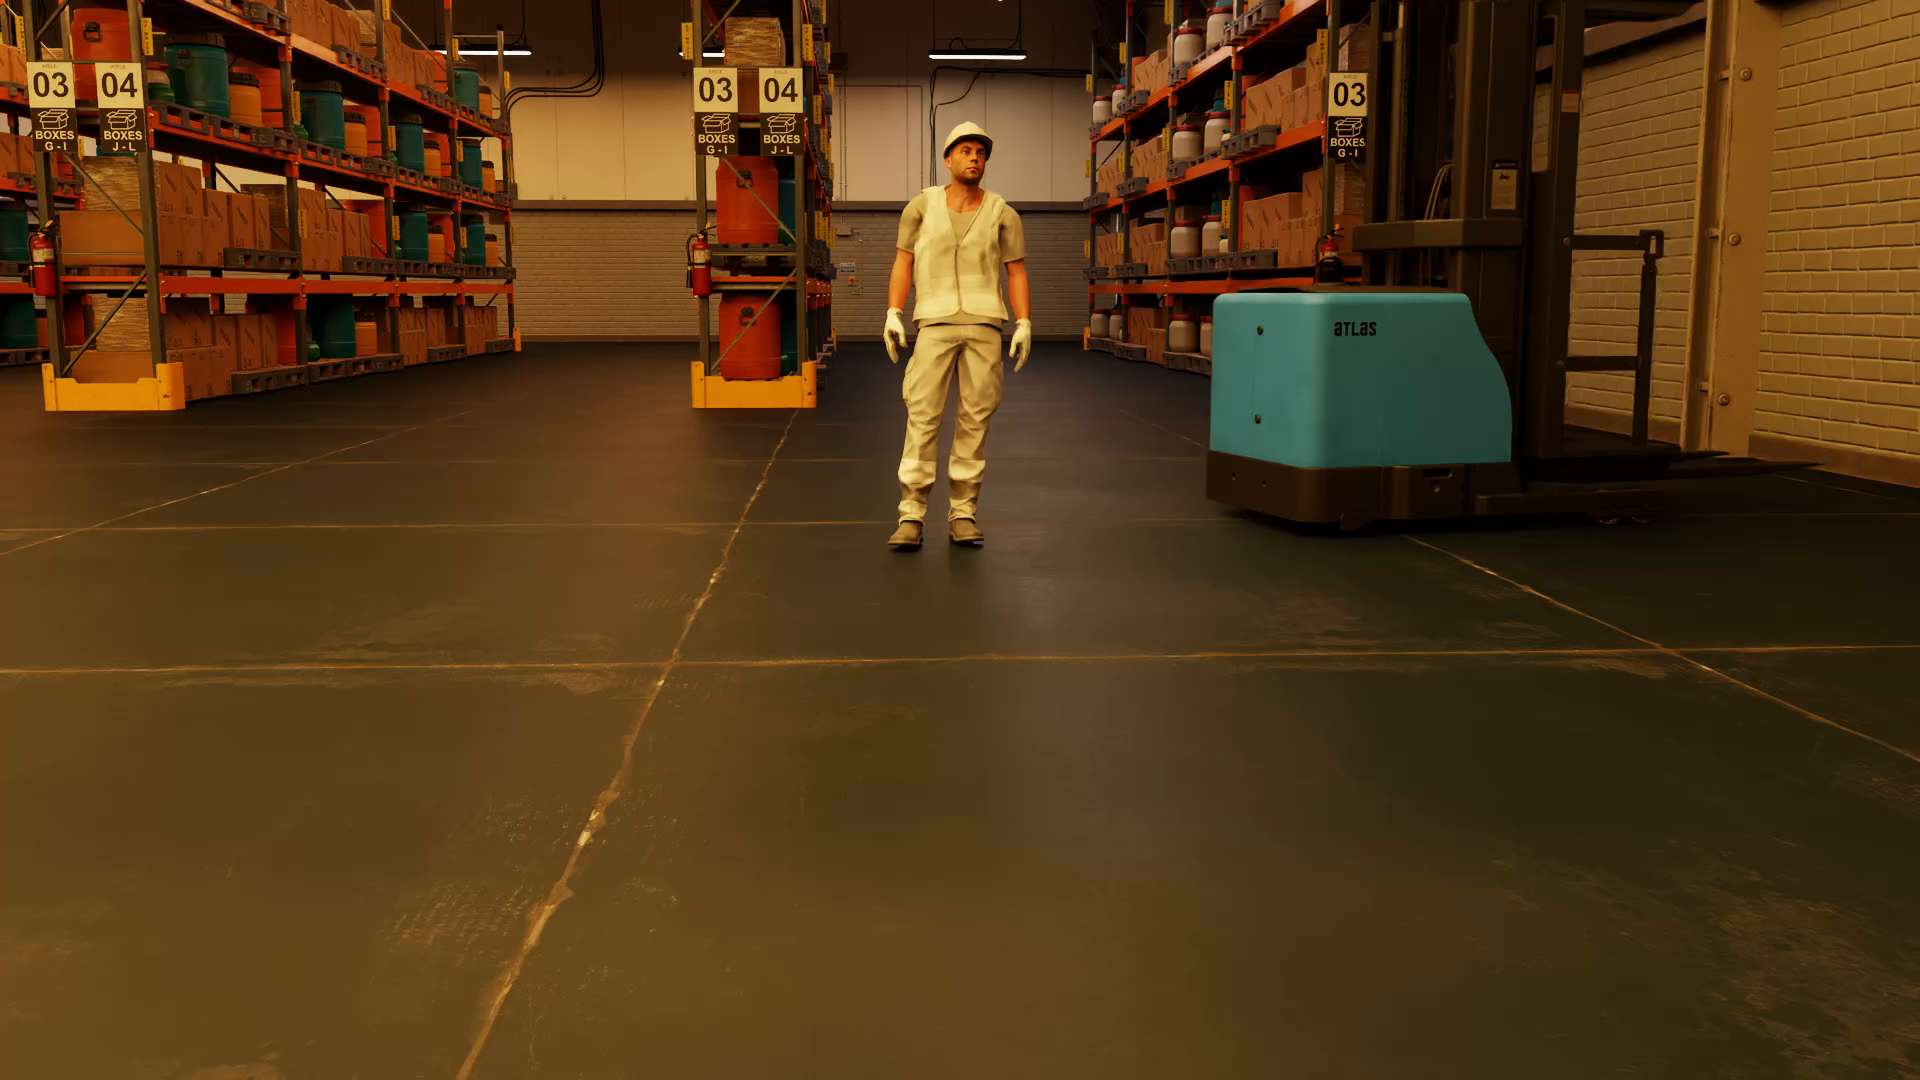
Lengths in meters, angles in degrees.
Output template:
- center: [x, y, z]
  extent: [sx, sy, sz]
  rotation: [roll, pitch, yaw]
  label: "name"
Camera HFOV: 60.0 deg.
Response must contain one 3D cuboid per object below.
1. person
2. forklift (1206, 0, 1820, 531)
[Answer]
- center: [-0.006, -0.880, 7.097]
  extent: [0.638, 1.789, 0.562]
  rotation: [-1, 8, -4]
  label: "person"
- center: [2.790, -1.591, 8.044]
  extent: [3.031, 2.935, 1.130]
  rotation: [-3, 9, -18]
  label: "forklift"
